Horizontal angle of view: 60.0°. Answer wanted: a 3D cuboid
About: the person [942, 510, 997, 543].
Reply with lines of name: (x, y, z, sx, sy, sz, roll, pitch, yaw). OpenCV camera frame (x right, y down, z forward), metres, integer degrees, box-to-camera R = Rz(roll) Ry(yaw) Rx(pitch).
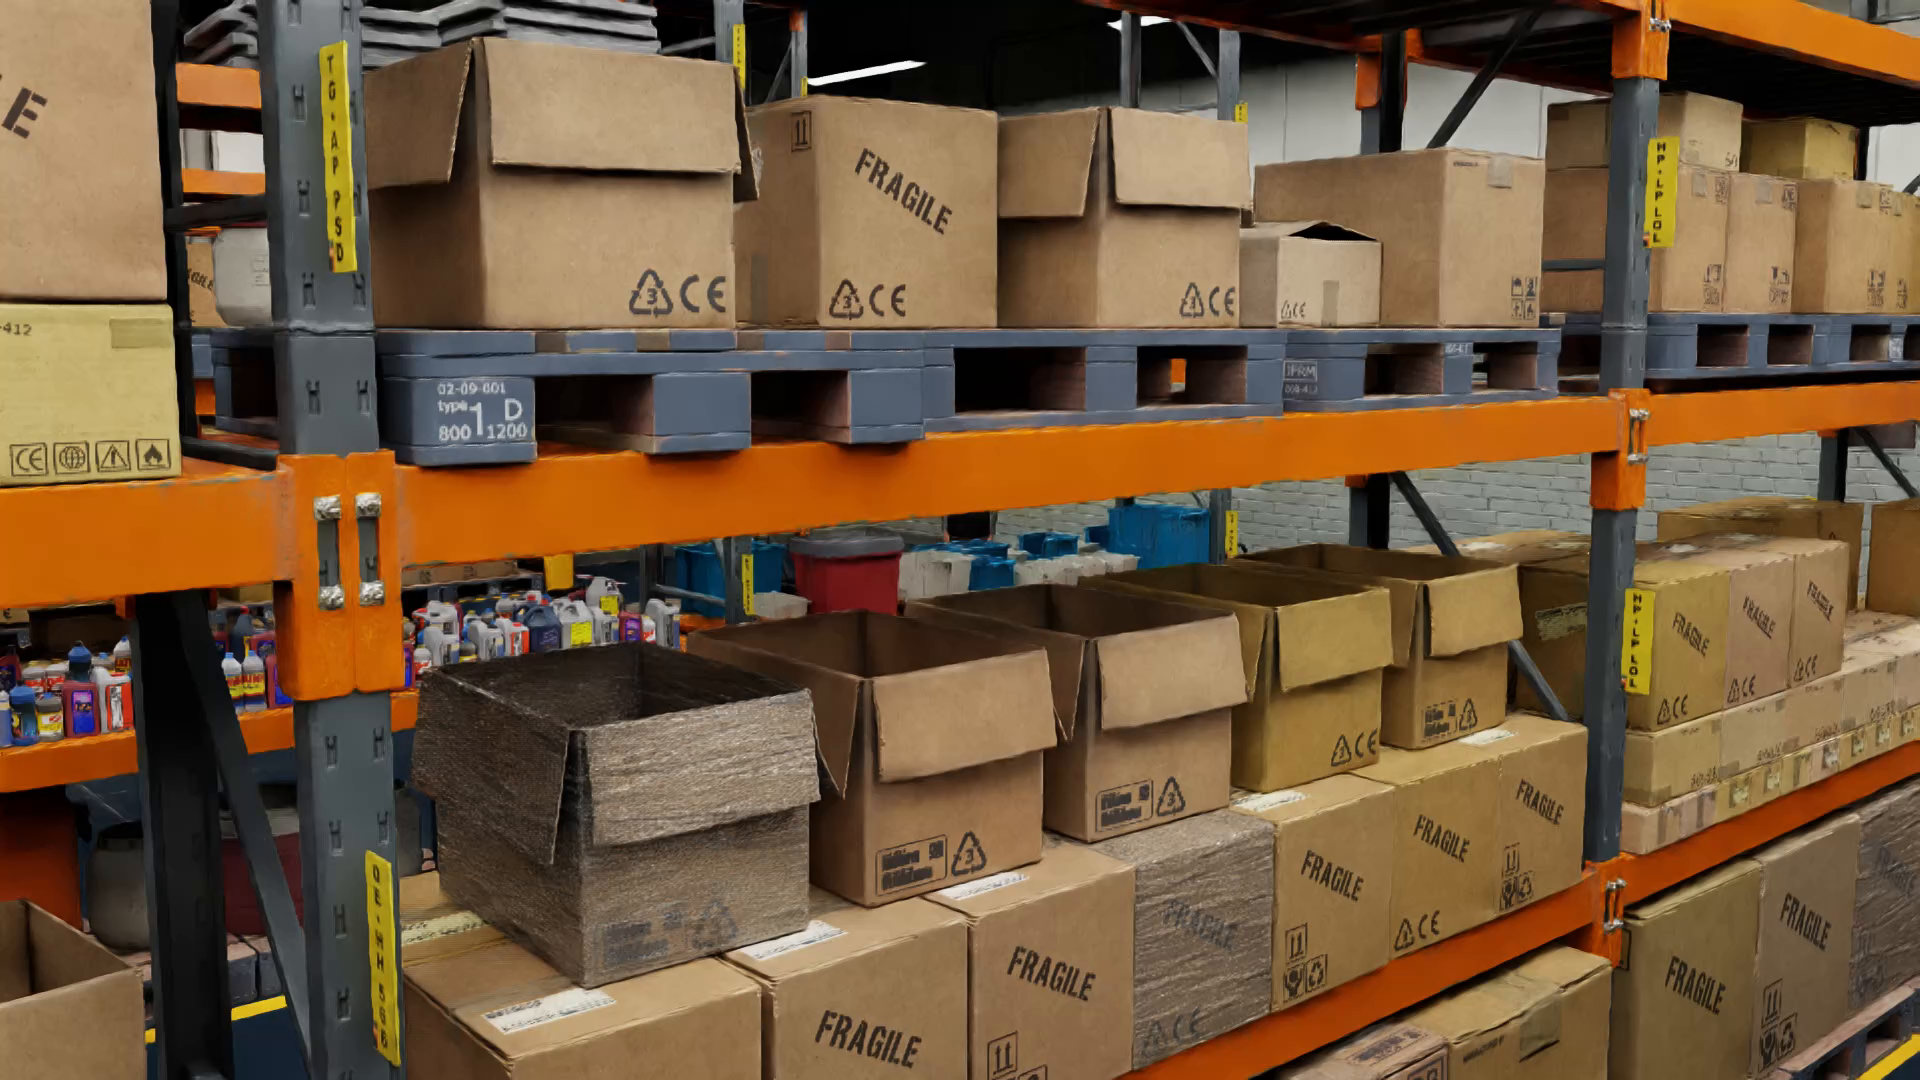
person: (0.076, -0.024, 17.055, 0.598, 1.722, 0.529, 1, 7, 8)
